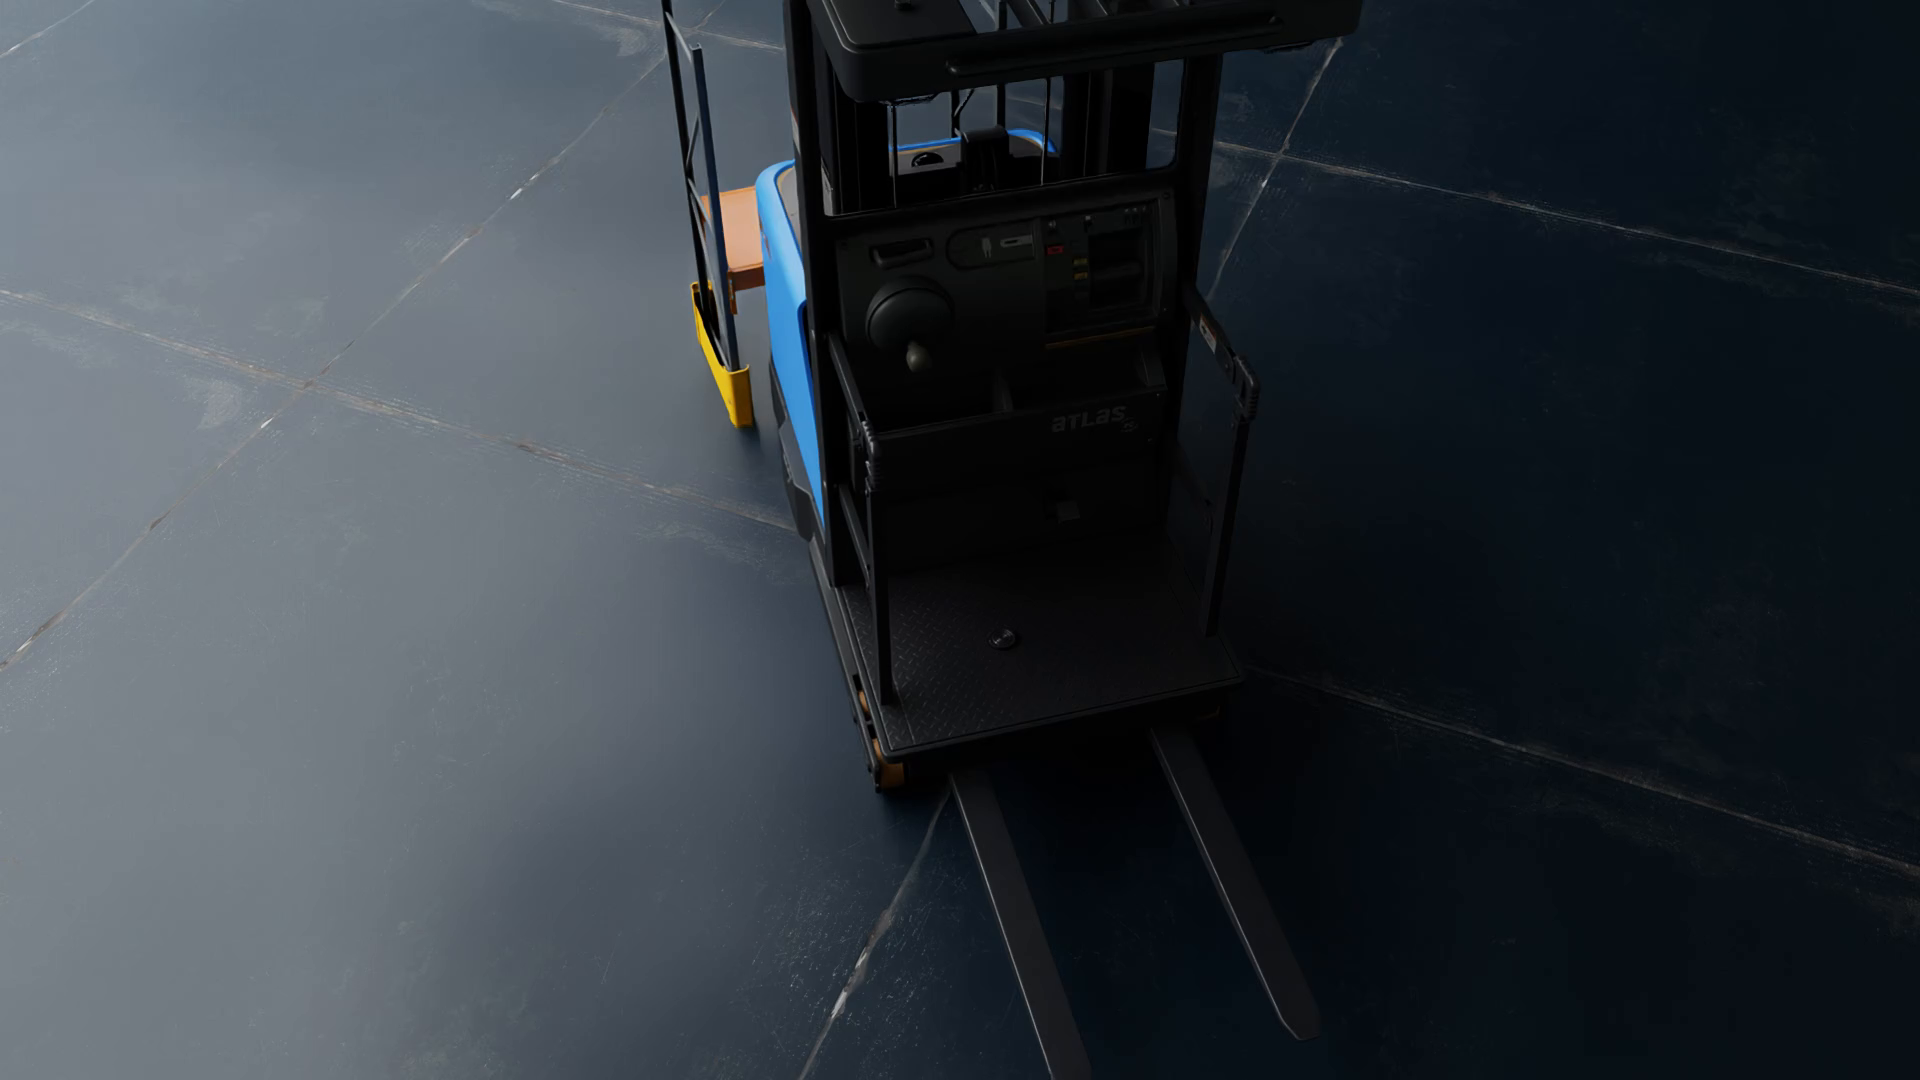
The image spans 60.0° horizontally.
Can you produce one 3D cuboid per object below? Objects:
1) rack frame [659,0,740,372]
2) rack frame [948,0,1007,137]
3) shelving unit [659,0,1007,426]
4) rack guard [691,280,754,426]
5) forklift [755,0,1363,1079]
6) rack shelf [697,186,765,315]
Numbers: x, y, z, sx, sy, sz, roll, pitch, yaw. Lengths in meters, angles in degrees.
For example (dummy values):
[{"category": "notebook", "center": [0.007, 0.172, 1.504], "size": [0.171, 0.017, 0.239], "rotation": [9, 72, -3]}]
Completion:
[{"category": "rack frame", "center": [-0.901, -1.155, 5.848], "size": [0.032, 1.500, 0.500], "rotation": [-14, 47, -14]}, {"category": "rack frame", "center": [0.054, -1.401, 6.094], "size": [0.032, 1.500, 0.500], "rotation": [-14, 47, -14]}, {"category": "shelving unit", "center": [-0.432, -1.276, 5.969], "size": [1.083, 1.500, 0.587], "rotation": [-14, 47, -14]}, {"category": "rack guard", "center": [-0.899, -0.712, 6.289], "size": [0.087, 0.250, 0.587], "rotation": [-14, 47, -14]}, {"category": "forklift", "center": [0.190, -0.603, 4.278], "size": [1.130, 2.935, 3.031], "rotation": [-11, 46, -11]}, {"category": "rack shelf", "center": [-0.423, -1.150, 6.098], "size": [1.000, 0.185, 0.538], "rotation": [-14, 47, -14]}]
